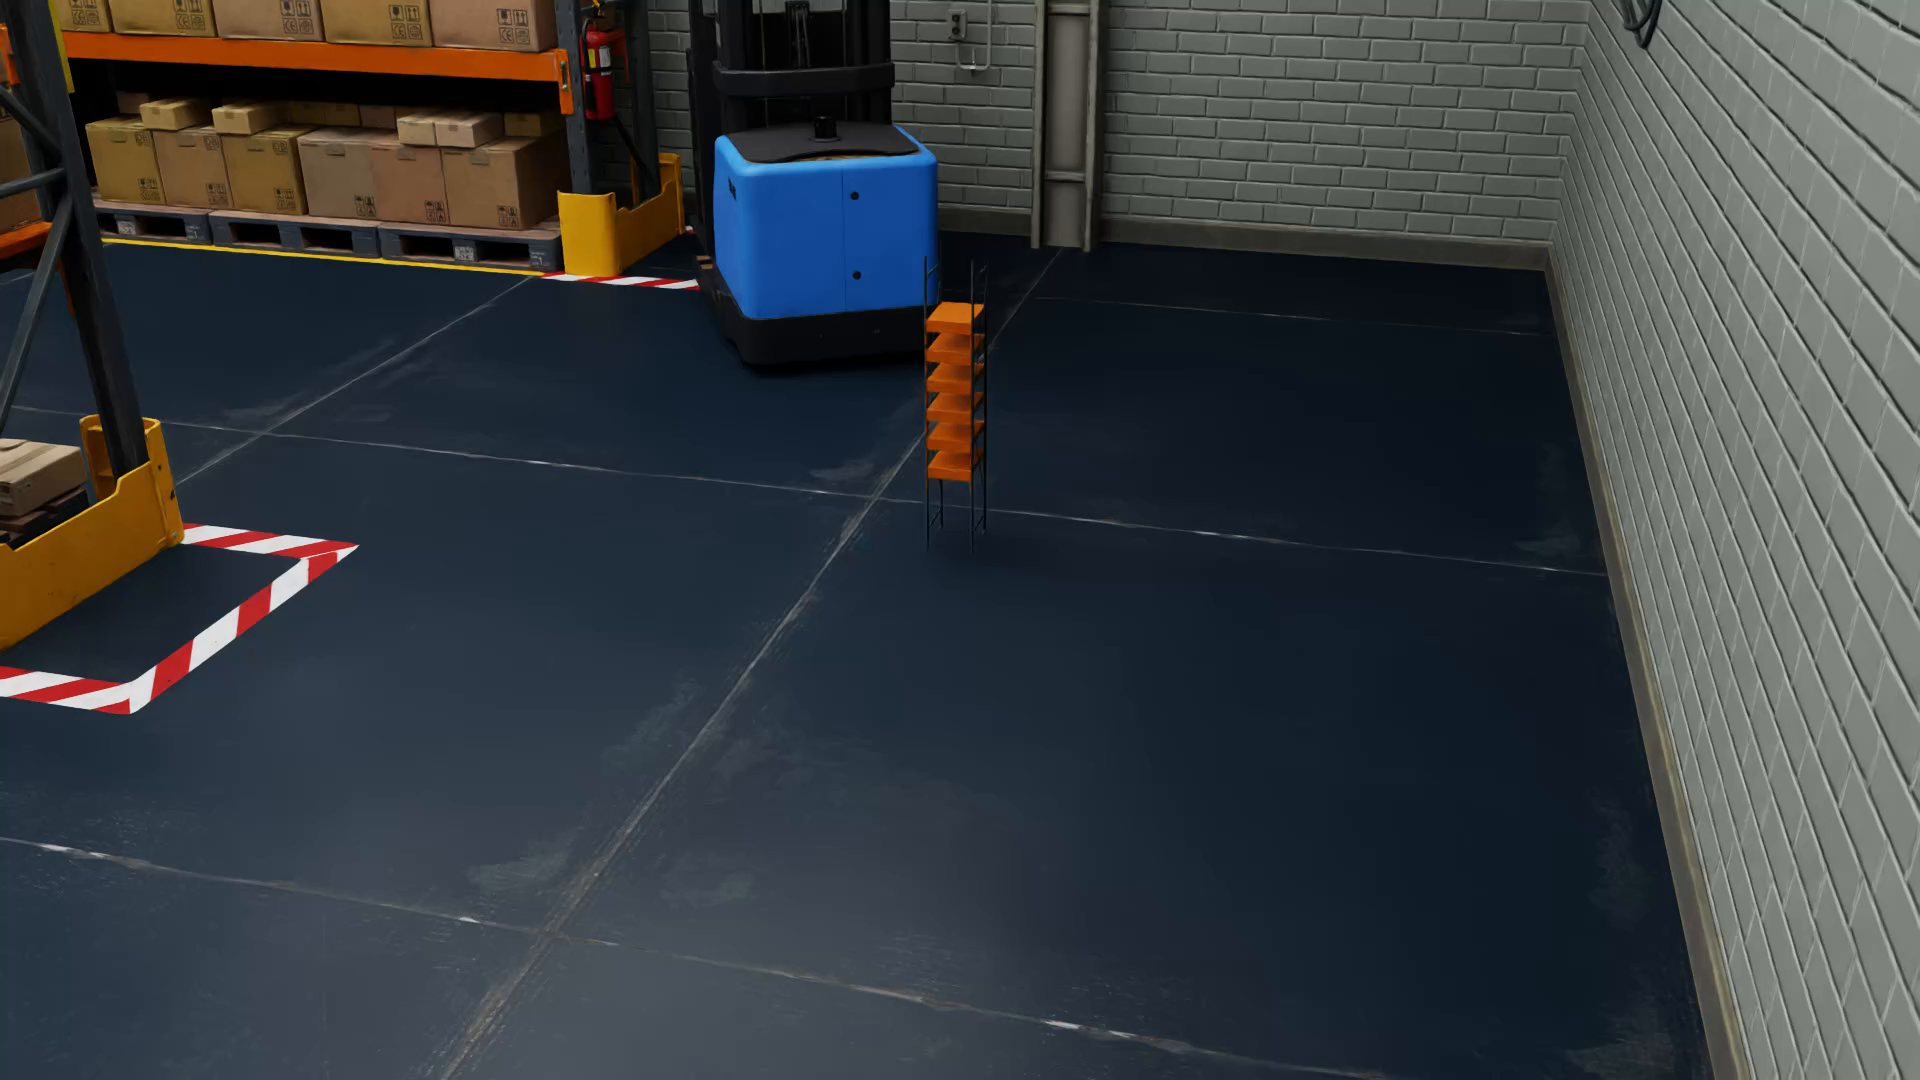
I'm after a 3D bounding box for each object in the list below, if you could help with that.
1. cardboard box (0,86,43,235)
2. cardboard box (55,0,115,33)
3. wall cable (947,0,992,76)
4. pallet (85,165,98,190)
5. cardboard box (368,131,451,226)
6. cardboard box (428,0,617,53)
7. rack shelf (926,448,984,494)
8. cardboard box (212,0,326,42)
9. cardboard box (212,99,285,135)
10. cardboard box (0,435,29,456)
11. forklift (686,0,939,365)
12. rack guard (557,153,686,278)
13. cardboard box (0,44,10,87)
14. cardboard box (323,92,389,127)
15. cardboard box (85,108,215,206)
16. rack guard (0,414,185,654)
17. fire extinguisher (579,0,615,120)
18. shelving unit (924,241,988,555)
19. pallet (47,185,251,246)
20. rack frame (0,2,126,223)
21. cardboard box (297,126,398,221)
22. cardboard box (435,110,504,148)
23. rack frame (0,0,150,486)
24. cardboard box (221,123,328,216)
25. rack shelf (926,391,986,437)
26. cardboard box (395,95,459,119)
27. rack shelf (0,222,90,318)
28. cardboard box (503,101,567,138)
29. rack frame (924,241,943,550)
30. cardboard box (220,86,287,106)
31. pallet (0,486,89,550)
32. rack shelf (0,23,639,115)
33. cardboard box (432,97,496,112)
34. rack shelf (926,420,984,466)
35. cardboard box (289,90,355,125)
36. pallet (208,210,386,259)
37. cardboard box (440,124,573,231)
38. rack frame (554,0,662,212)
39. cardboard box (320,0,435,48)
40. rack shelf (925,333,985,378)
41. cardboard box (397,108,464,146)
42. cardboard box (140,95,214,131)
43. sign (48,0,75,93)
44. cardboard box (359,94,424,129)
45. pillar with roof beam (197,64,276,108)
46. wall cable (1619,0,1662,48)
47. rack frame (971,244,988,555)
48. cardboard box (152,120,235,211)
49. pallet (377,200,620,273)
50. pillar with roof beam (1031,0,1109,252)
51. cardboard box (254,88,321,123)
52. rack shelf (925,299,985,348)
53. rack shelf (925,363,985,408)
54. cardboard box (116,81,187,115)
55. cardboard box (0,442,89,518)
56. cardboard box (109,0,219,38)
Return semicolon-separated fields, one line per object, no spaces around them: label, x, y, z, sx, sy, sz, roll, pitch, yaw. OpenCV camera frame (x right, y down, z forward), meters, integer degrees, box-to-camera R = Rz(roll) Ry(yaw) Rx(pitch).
cardboard box;-3.741;-1.346;5.971;0.500;0.500;0.500;7;26;14
cardboard box;-5.499;-3.705;10.693;0.700;0.700;0.980;7;26;14
wall cable;-0.671;-3.921;10.315;1.851;1.984;0.084;6;26;13
pallet;-6.786;-2.426;11.601;1.213;0.211;1.003;6;26;13
cardboard box;-3.334;-2.354;10.624;0.500;0.500;0.700;6;26;13
cardboard box;-2.643;-3.392;10.036;0.700;0.700;0.980;8;26;15
rack shelf;-0.014;-0.286;6.618;0.180;0.103;0.258;6;26;13
cardboard box;-4.086;-3.551;10.369;0.700;0.700;0.980;5;26;10
cardboard box;-4.530;-2.697;10.590;0.250;0.149;0.380;6;26;12
cardboard box;-3.939;-0.277;6.627;0.250;0.166;0.380;6;26;13
forklift;-0.987;-2.825;9.274;1.130;2.935;3.031;-7;26;-14
rack guard;-2.123;-2.075;10.526;0.348;0.500;1.175;6;26;13
cardboard box;-3.741;-1.797;5.756;0.500;0.500;0.500;7;26;15
cardboard box;-3.907;-2.798;10.802;0.250;0.149;0.380;7;26;14
cardboard box;-5.322;-2.572;11.083;0.500;0.500;0.700;7;26;14
rack guard;-3.450;-0.023;6.216;0.348;0.500;1.175;6;26;13
fire extinguisher;-2.115;-2.794;9.654;0.183;0.674;0.296;6;26;13
shelving unit;-0.014;-0.543;6.495;0.189;1.200;0.258;6;26;13
pallet;-5.303;-2.261;11.254;1.213;0.211;1.003;6;26;13
rack frame;-6.020;-3.634;10.894;0.127;3.000;1.000;6;26;13
cardboard box;-3.821;-2.407;10.736;0.500;0.500;0.700;5;26;11
cardboard box;-3.019;-2.531;10.242;0.250;0.149;0.380;6;26;12
rack frame;-3.376;-1.143;5.662;0.127;3.000;1.000;6;26;13
cardboard box;-4.339;-2.461;10.850;0.500;0.500;0.700;7;26;14
rack shelf;-0.014;-0.503;6.514;0.180;0.103;0.258;6;26;13
cardboard box;-3.411;-2.744;10.689;0.250;0.149;0.380;7;26;13
rack shelf;-5.313;-1.033;6.266;4.000;0.370;1.077;6;26;13
cardboard box;-2.678;-2.663;10.519;0.250;0.149;0.380;6;26;13
rack frame;-0.103;-0.553;6.516;0.006;1.200;0.240;6;26;13
cardboard box;-4.646;-2.880;10.974;0.250;0.149;0.380;5;26;11
pallet;-4.222;0.023;6.457;1.213;0.211;1.003;6;26;13
rack shelf;-4.083;-3.095;10.599;4.000;0.370;1.077;6;26;13
cardboard box;-3.169;-2.717;10.632;0.250;0.149;0.380;6;26;13
rack shelf;-0.014;-0.395;6.566;0.180;0.103;0.258;6;26;13
cardboard box;-4.152;-2.825;10.860;0.250;0.149;0.380;6;26;12
pallet;-4.118;-2.131;10.981;1.213;0.211;1.003;6;26;13
cardboard box;-2.849;-2.300;10.511;0.500;0.500;0.700;6;26;13
rack frame;-2.146;-3.206;9.994;0.127;3.000;1.000;6;26;13
cardboard box;-3.350;-3.465;10.190;0.700;0.700;0.980;6;26;13
rack shelf;-0.014;-0.720;6.411;0.180;0.103;0.258;6;26;13
cardboard box;-3.267;-2.558;10.298;0.250;0.149;0.380;7;26;14
cardboard box;-5.035;-2.753;10.707;0.250;0.149;0.380;7;26;15
sign;-3.241;-1.760;5.950;0.005;0.325;0.100;6;26;13
cardboard box;-3.658;-2.771;10.745;0.250;0.149;0.380;7;26;14
pillar with roof beam;-6.199;-4.836;6.439;0.400;9.000;9.100;6;26;13
wall cable;3.242;-3.758;7.788;0.112;2.526;3.097;6;26;13
rack frame;0.075;-0.533;6.475;0.006;1.200;0.240;6;26;13
cardboard box;-4.836;-2.517;10.967;0.500;0.500;0.700;6;26;12
pallet;-2.940;-2.000;10.705;1.213;0.211;1.003;6;26;13
pillar with roof beam;-0.388;-4.193;5.090;0.400;9.000;9.100;6;26;13
cardboard box;-4.402;-2.853;10.917;0.250;0.149;0.380;7;26;14
rack shelf;-0.014;-0.828;6.360;0.180;0.103;0.258;6;26;13
rack shelf;-0.014;-0.612;6.463;0.180;0.103;0.258;6;26;13
cardboard box;-5.413;-2.964;11.150;0.250;0.149;0.380;6;26;13
cardboard box;-3.696;-0.243;6.575;0.250;0.149;0.380;6;26;13
cardboard box;-4.793;-3.624;10.524;0.700;0.700;0.980;6;26;12
